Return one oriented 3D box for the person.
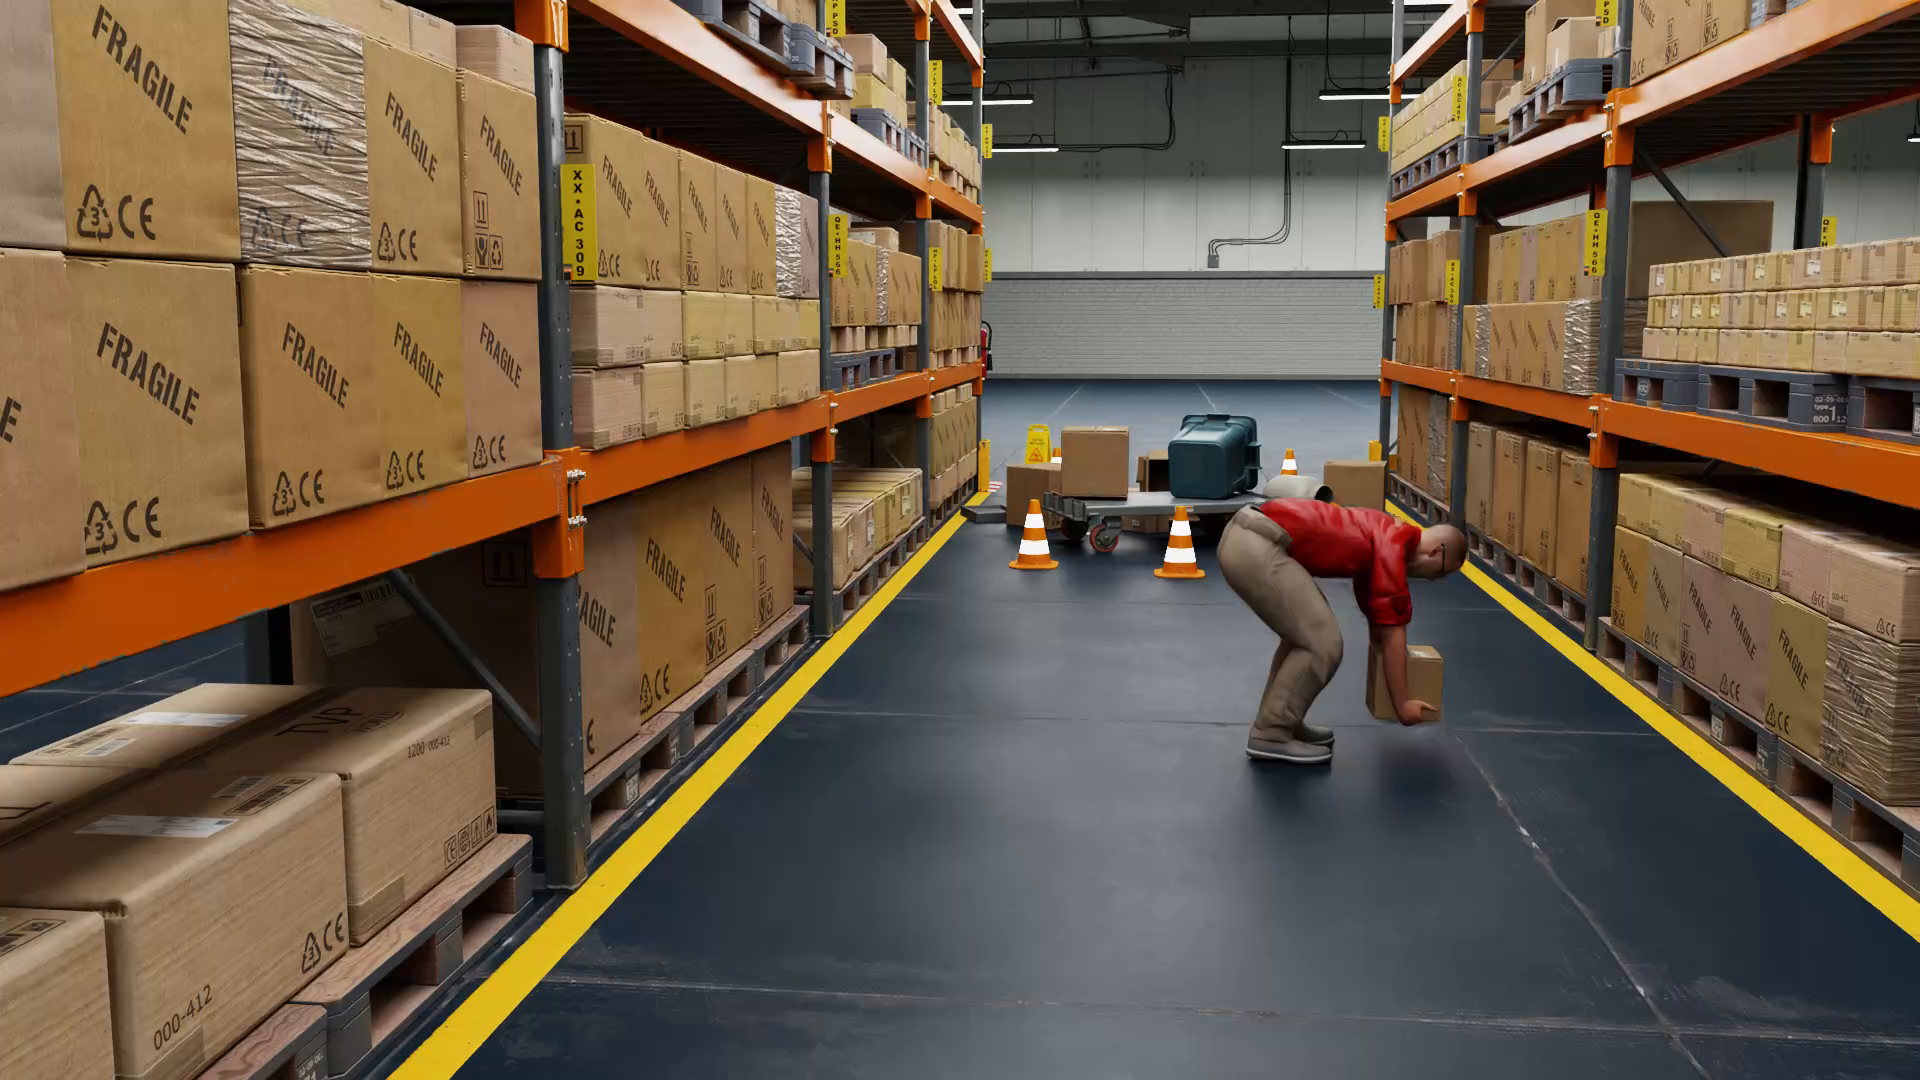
[{"bbox_3d":[1.489,0.340,6.516,0.962,1.014,0.506,0,8,4],"label":"person"}]
